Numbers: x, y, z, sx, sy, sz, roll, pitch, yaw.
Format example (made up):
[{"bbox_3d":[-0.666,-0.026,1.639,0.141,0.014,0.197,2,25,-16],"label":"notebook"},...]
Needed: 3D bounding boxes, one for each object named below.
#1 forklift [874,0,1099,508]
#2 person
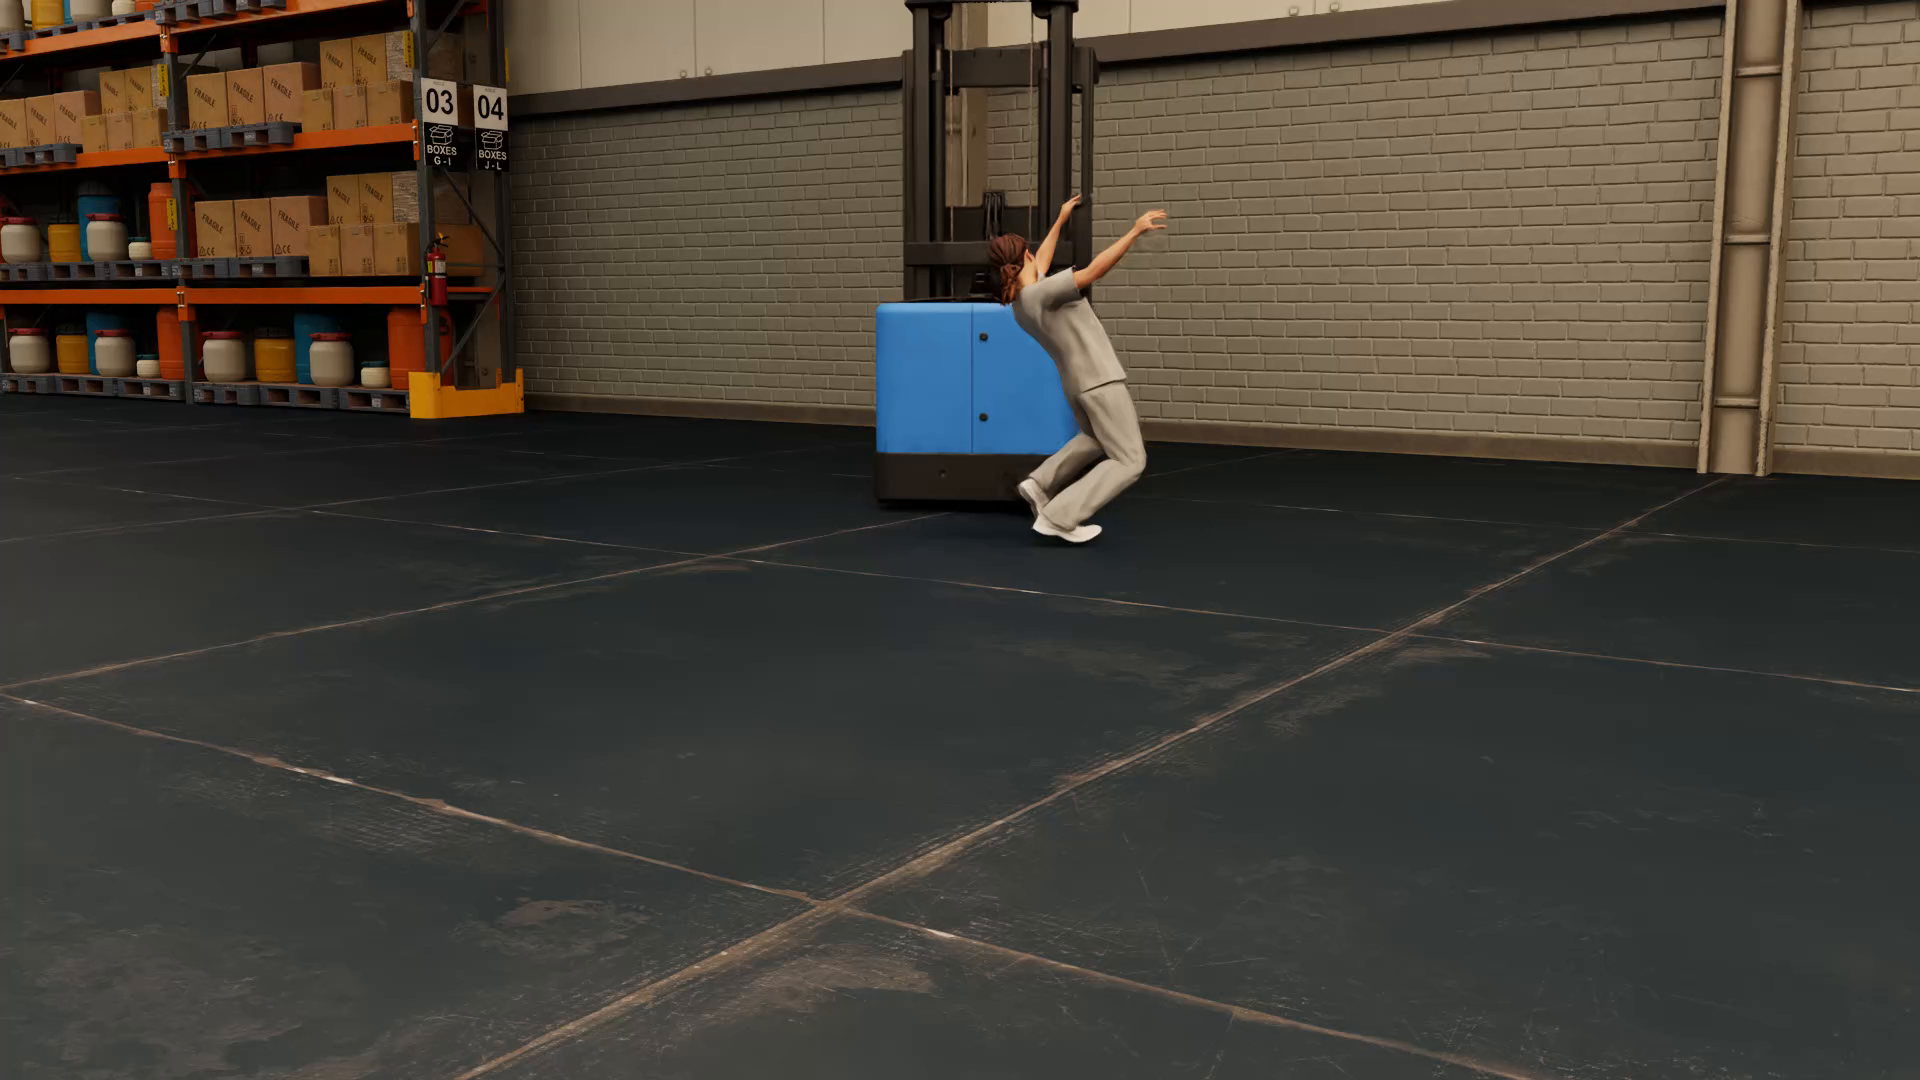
[{"bbox_3d":[0.247,-1.793,9.802,1.130,2.935,3.031,1,8,7],"label":"forklift"},{"bbox_3d":[0.487,-0.774,7.422,0.691,1.556,0.877,-2,8,-16],"label":"person"}]
